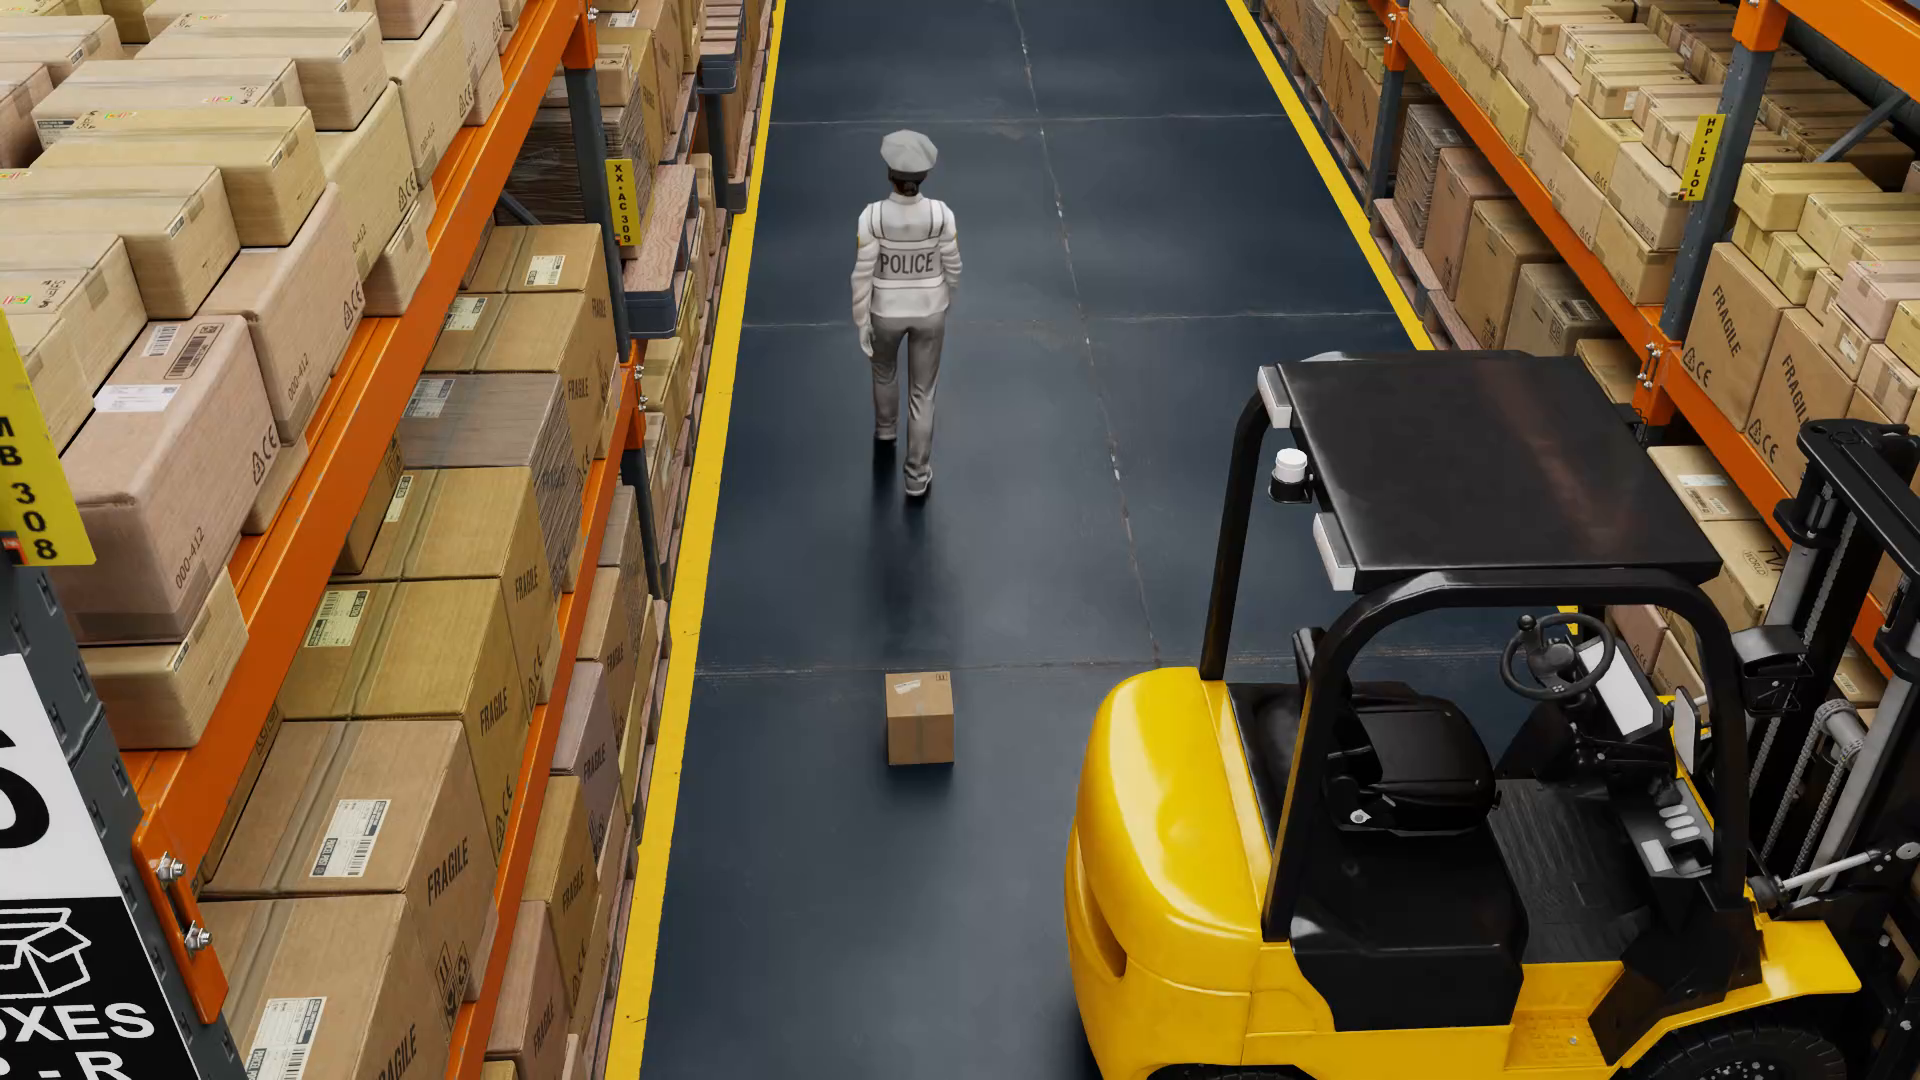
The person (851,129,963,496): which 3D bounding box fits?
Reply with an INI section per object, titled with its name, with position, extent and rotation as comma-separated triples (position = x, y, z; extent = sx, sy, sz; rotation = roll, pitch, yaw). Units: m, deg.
[person]
position = -0.237, -1.043, 7.603
extent = 0.497, 1.722, 0.724
rotation = -1, 35, -2
